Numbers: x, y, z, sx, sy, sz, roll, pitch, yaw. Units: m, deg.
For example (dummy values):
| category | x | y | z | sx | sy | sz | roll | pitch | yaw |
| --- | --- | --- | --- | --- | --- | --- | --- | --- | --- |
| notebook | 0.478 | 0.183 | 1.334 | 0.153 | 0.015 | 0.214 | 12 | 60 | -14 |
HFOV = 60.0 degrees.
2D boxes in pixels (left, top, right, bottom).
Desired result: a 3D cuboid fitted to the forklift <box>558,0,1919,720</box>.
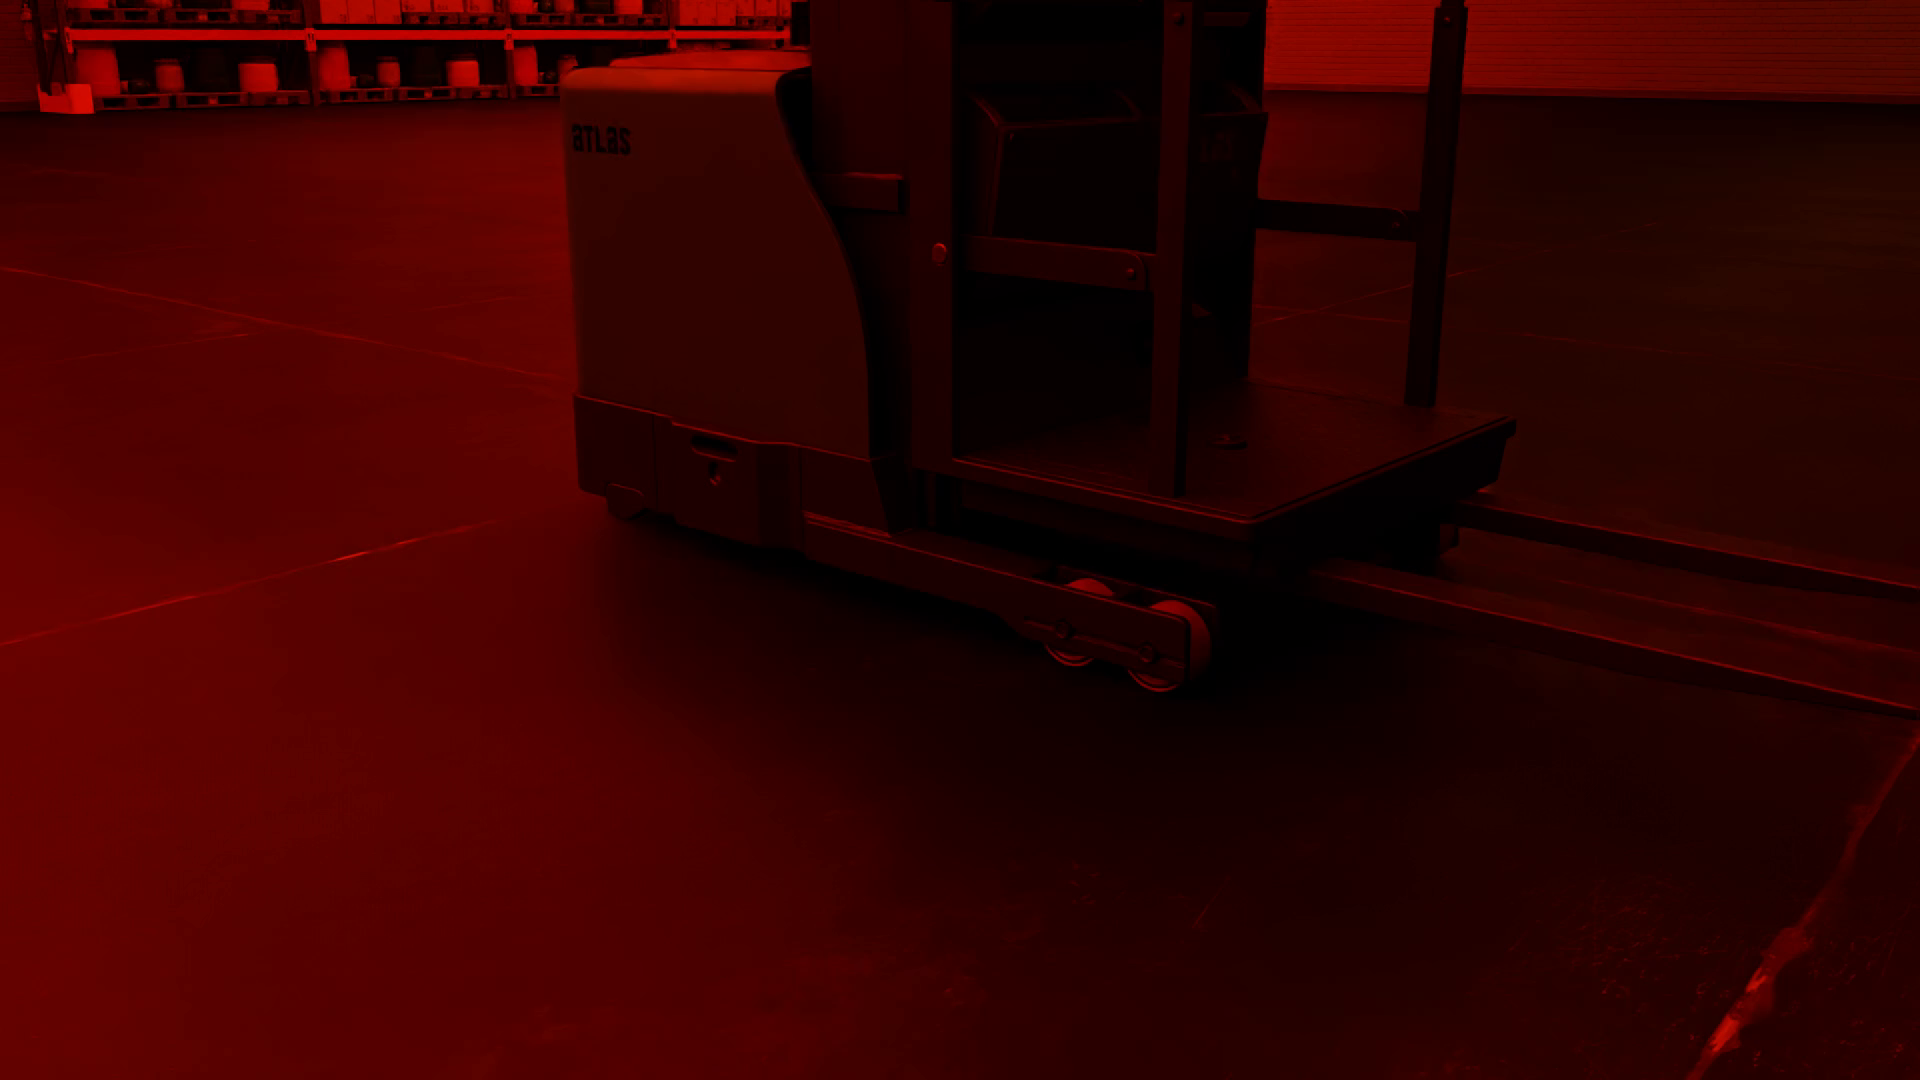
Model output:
| category | x | y | z | sx | sy | sz | roll | pitch | yaw |
| --- | --- | --- | --- | --- | --- | --- | --- | --- | --- |
| forklift | 0.492 | -1.297 | 3.169 | 3.031 | 2.935 | 1.130 | 14 | 22 | 39 |
